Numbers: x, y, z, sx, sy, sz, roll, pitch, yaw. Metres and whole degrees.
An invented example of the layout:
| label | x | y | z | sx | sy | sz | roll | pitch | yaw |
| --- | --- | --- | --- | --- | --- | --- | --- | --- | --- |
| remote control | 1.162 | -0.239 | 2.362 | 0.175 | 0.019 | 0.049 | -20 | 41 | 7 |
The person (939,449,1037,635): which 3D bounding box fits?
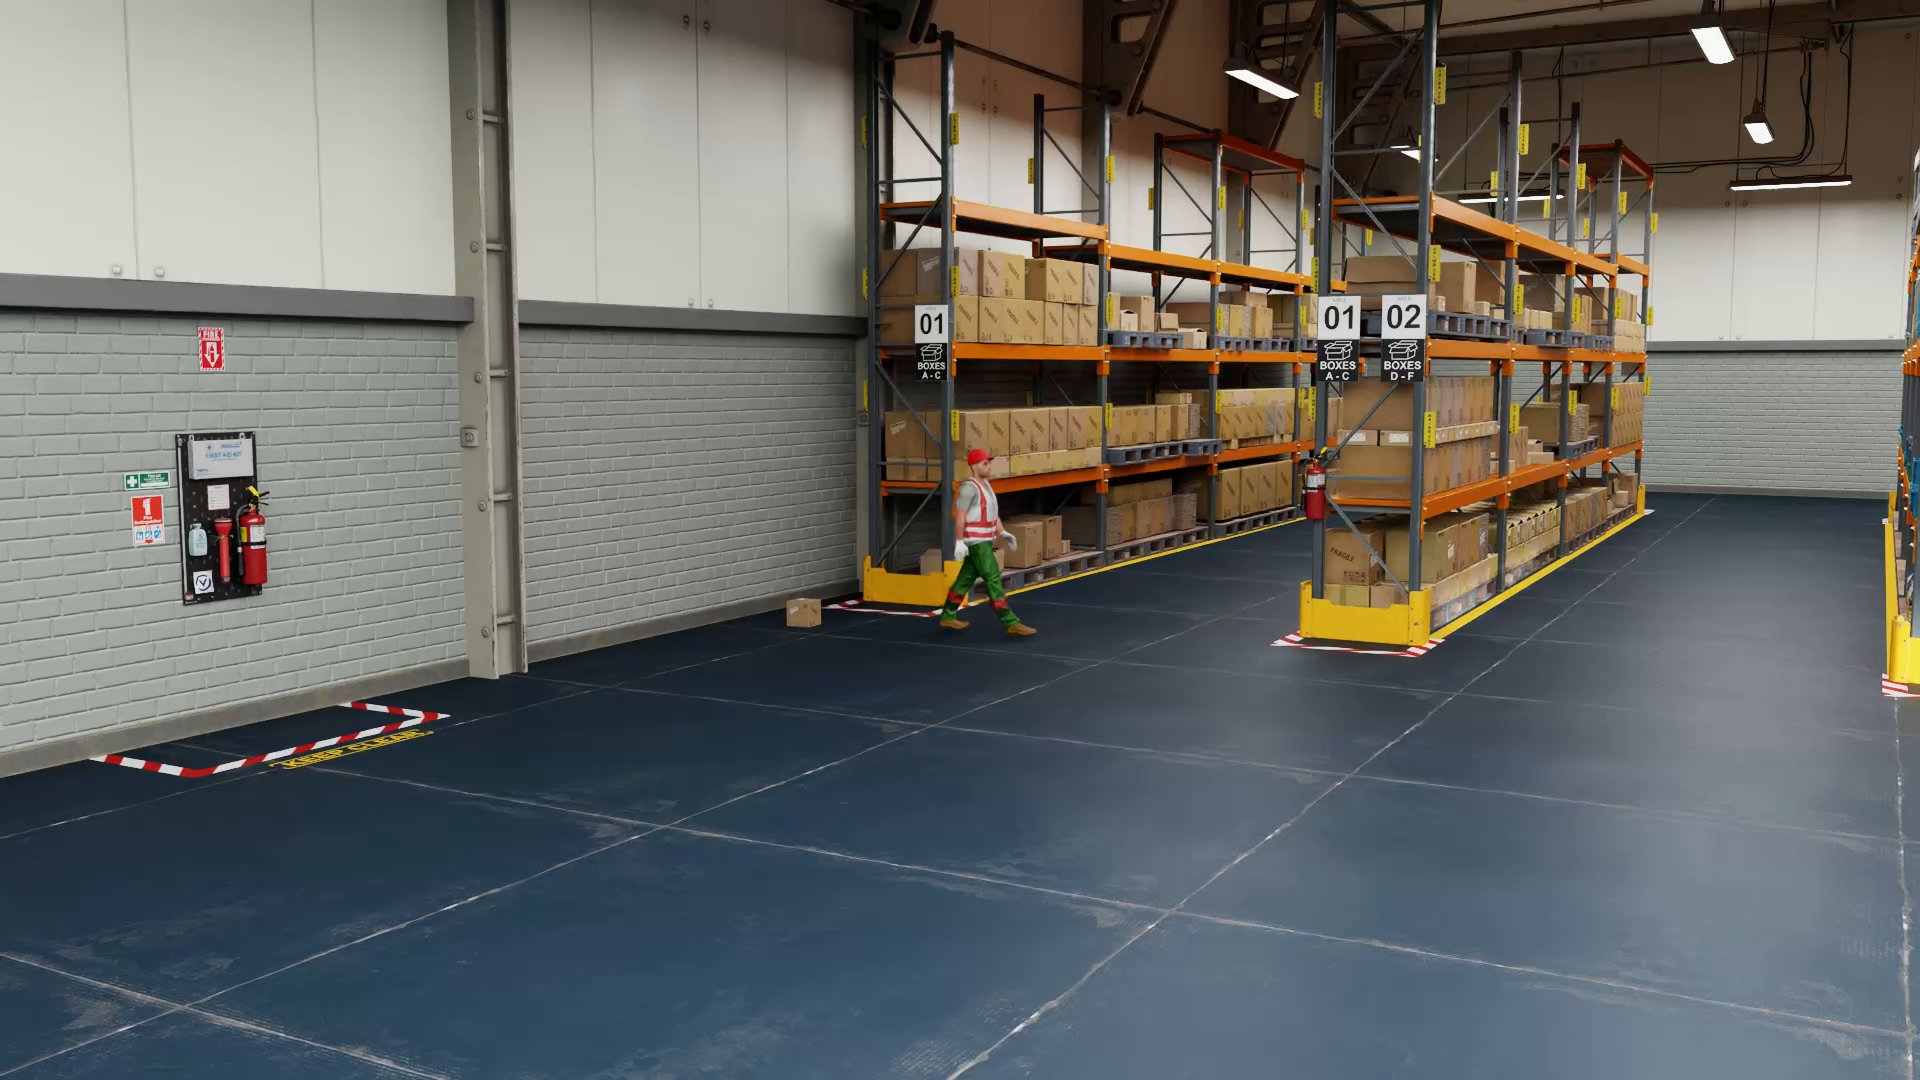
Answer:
| label | x | y | z | sx | sy | sz | roll | pitch | yaw |
| --- | --- | --- | --- | --- | --- | --- | --- | --- | --- |
| person | 0.273 | 0.003 | 15.721 | 1.028 | 1.728 | 0.542 | 2 | 6 | 20 |
